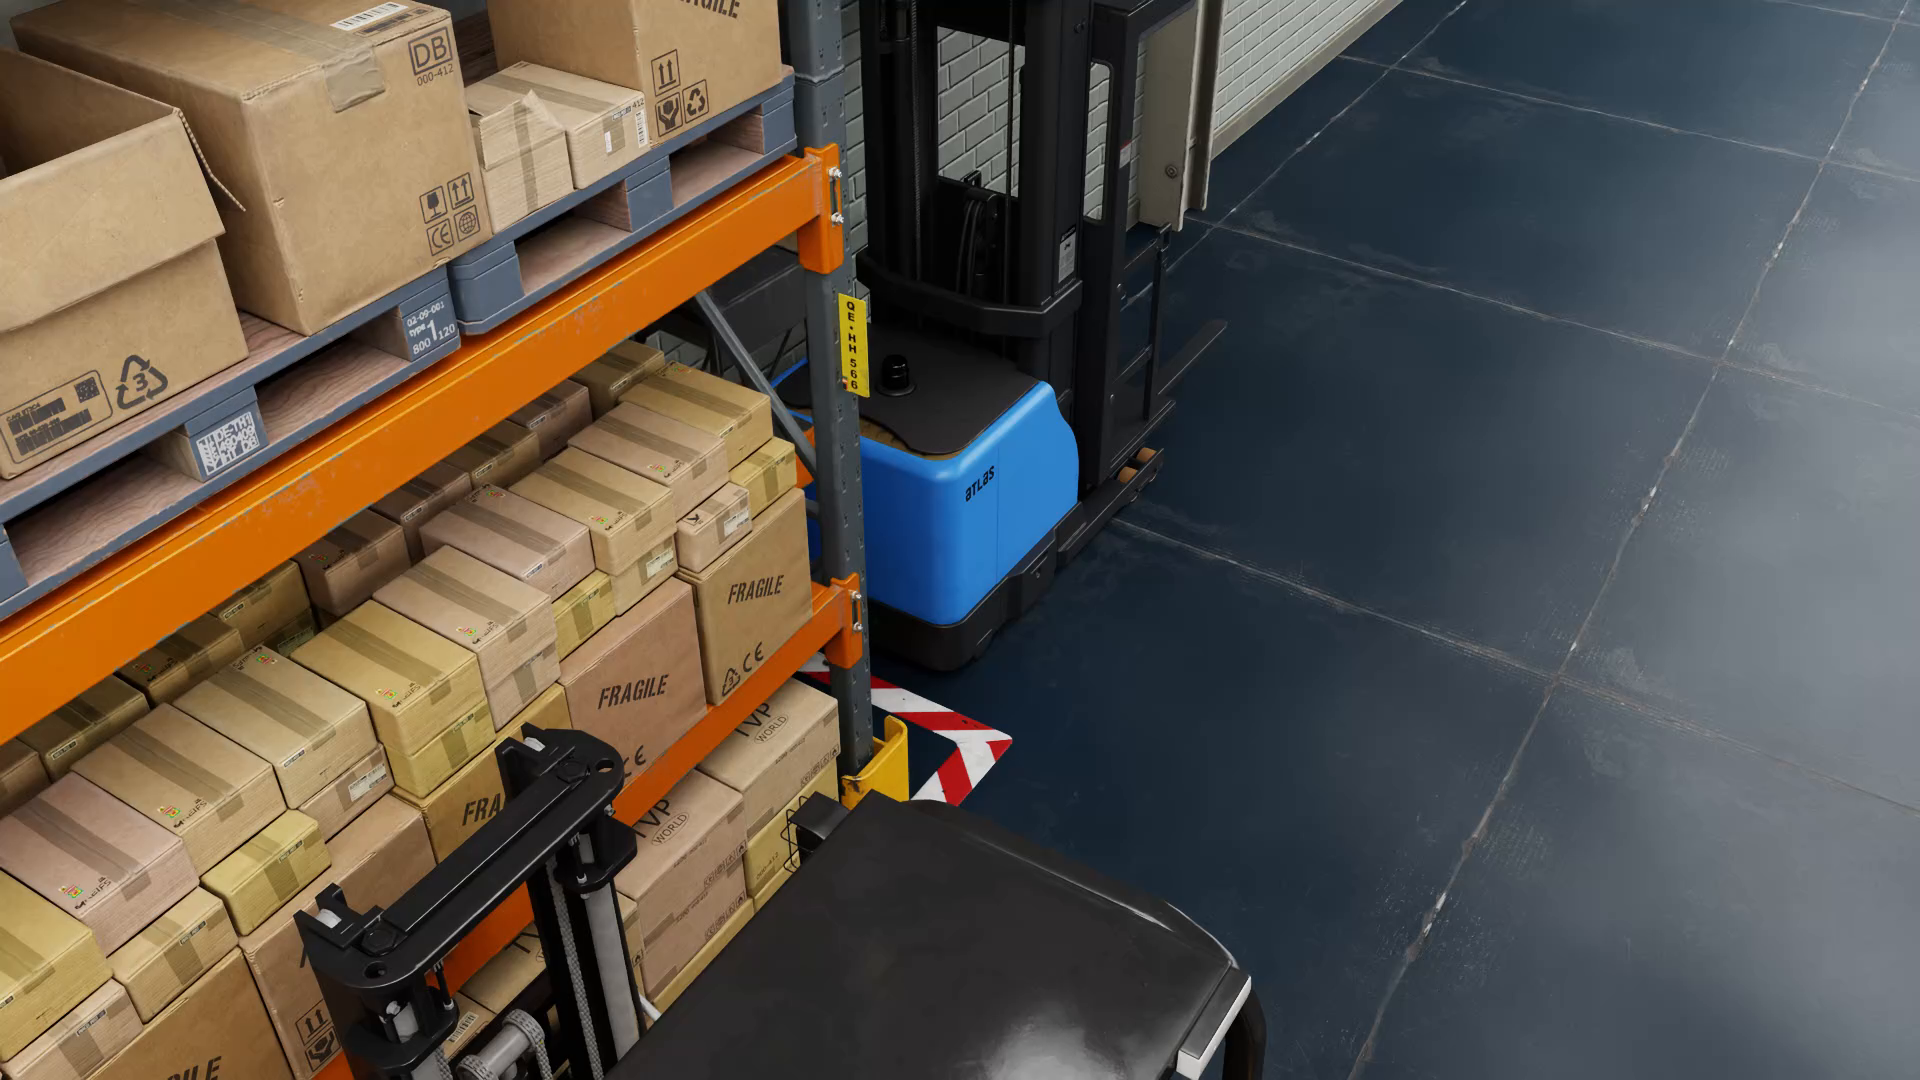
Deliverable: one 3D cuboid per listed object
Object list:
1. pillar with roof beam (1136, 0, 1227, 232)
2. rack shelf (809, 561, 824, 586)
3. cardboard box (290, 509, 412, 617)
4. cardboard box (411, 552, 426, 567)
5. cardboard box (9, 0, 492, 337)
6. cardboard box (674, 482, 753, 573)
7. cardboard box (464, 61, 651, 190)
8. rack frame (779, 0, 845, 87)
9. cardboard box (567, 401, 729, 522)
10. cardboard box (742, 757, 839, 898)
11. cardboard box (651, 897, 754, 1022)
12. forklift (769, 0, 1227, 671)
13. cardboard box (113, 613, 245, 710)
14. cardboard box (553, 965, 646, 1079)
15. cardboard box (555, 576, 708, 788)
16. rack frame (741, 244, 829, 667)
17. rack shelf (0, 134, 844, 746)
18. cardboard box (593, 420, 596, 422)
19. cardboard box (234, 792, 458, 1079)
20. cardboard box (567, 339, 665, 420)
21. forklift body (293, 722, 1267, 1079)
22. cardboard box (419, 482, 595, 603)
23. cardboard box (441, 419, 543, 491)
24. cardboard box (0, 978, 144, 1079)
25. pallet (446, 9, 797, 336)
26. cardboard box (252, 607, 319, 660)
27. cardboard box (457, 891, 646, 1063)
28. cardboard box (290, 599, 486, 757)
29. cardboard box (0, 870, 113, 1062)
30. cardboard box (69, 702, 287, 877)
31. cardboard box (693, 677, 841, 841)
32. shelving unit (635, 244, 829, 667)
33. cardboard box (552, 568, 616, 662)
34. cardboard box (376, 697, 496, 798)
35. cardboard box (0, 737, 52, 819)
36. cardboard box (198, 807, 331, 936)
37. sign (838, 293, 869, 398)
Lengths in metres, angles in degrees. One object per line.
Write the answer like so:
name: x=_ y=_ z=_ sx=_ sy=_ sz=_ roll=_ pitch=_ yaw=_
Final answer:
pillar with roof beam: x=4.950 y=-4.199 z=5.827 sx=9.100 sy=9.000 sz=0.400 roll=21 pitch=42 yaw=25
rack shelf: x=-0.818 y=0.339 z=6.754 sx=0.431 sy=0.518 sz=0.480 roll=25 pitch=45 yaw=29
cardboard box: x=-1.689 y=0.018 z=4.413 sx=0.380 sy=0.149 sz=0.250 roll=23 pitch=43 yaw=26
cardboard box: x=-1.580 y=-0.014 z=4.698 sx=0.380 sy=0.149 sz=0.250 roll=20 pitch=42 yaw=24
cardboard box: x=-1.430 y=-0.833 z=3.409 sx=0.700 sy=0.500 sz=0.500 roll=21 pitch=43 yaw=25
cardboard box: x=-0.826 y=-0.087 z=4.793 sx=0.380 sy=0.149 sz=0.250 roll=22 pitch=43 yaw=26
cardboard box: x=-0.953 y=-0.970 z=3.875 sx=0.380 sy=0.149 sz=0.250 roll=20 pitch=42 yaw=24
rack frame: x=-0.765 y=-2.578 z=3.724 sx=1.000 sy=3.000 sz=0.127 roll=21 pitch=42 yaw=25
cardboard box: x=-0.885 y=-0.226 z=4.729 sx=0.380 sy=0.149 sz=0.250 roll=21 pitch=42 yaw=25
cardboard box: x=-0.762 y=0.875 z=5.656 sx=0.500 sy=0.250 sz=0.500 roll=21 pitch=42 yaw=25
cardboard box: x=-1.024 y=1.319 z=5.490 sx=0.500 sy=0.250 sz=0.500 roll=21 pitch=42 yaw=25
forklift: x=0.337 y=-1.484 z=7.275 sx=1.130 sy=2.935 sz=3.031 roll=21 pitch=42 yaw=25
cardboard box: x=-1.978 y=0.275 z=4.080 sx=0.380 sy=0.149 sz=0.250 roll=21 pitch=42 yaw=25
cardboard box: x=-1.298 y=1.403 z=4.971 sx=0.500 sy=0.250 sz=0.500 roll=20 pitch=42 yaw=24
cardboard box: x=-1.093 y=0.362 z=4.742 sx=0.500 sy=0.500 sz=0.500 roll=23 pitch=43 yaw=26
rack frame: x=-0.676 y=-0.343 z=6.465 sx=0.400 sy=2.100 sz=0.015 roll=25 pitch=45 yaw=29
rack shelf: x=-1.837 y=-0.074 z=3.522 sx=1.077 sy=0.370 sz=4.000 roll=21 pitch=42 yaw=25
cardboard box: x=-1.166 y=-0.409 z=5.210 sx=0.380 sy=0.149 sz=0.250 roll=20 pitch=42 yaw=24
cardboard box: x=-1.627 y=0.889 z=4.058 sx=0.500 sy=0.500 sz=0.500 roll=21 pitch=43 yaw=25
cardboard box: x=-1.125 y=-0.513 z=5.102 sx=0.380 sy=0.149 sz=0.250 roll=20 pitch=42 yaw=24
forklift body: x=-0.241 y=1.708 z=3.773 sx=2.313 sy=2.155 sz=1.214 roll=21 pitch=42 yaw=25
cardboard box: x=-1.198 y=0.022 z=4.408 sx=0.380 sy=0.149 sz=0.250 roll=21 pitch=43 yaw=25
cardboard box: x=-1.424 y=-0.249 z=4.759 sx=0.380 sy=0.149 sz=0.250 roll=22 pitch=43 yaw=26
cardboard box: x=-1.925 y=0.970 z=3.422 sx=0.380 sy=0.149 sz=0.250 roll=21 pitch=42 yaw=25
pallet: x=-1.166 y=-0.999 z=4.205 sx=1.003 sy=0.211 sz=1.213 roll=21 pitch=42 yaw=25
cardboard box: x=-1.915 y=0.231 z=4.381 sx=0.380 sy=0.149 sz=0.250 roll=23 pitch=43 yaw=27
cardboard box: x=-1.279 y=1.192 z=4.836 sx=0.500 sy=0.250 sz=0.500 roll=22 pitch=43 yaw=26
cardboard box: x=-1.378 y=0.328 z=4.011 sx=0.380 sy=0.149 sz=0.250 roll=22 pitch=43 yaw=26
cardboard box: x=-1.953 y=0.838 z=3.350 sx=0.380 sy=0.149 sz=0.250 roll=21 pitch=42 yaw=24
cardboard box: x=-1.745 y=0.554 z=3.718 sx=0.380 sy=0.149 sz=0.250 roll=21 pitch=42 yaw=25
cardboard box: x=-0.748 y=0.664 z=5.521 sx=0.500 sy=0.250 sz=0.500 roll=23 pitch=43 yaw=27
shelving unit: x=-0.823 y=-0.222 z=6.313 sx=0.431 sy=2.100 sz=0.503 roll=25 pitch=45 yaw=29
cardboard box: x=-1.159 y=0.151 z=4.484 sx=0.380 sy=0.149 sz=0.250 roll=21 pitch=42 yaw=25
cardboard box: x=-1.381 y=0.441 z=4.108 sx=0.380 sy=0.149 sz=0.250 roll=21 pitch=43 yaw=25
cardboard box: x=-2.279 y=0.532 z=3.746 sx=0.380 sy=0.149 sz=0.250 roll=21 pitch=42 yaw=25
cardboard box: x=-1.670 y=0.694 z=3.779 sx=0.380 sy=0.149 sz=0.250 roll=20 pitch=42 yaw=24
sign: x=-0.314 y=-0.570 z=4.890 sx=0.100 sy=0.325 sz=0.005 roll=21 pitch=42 yaw=25
